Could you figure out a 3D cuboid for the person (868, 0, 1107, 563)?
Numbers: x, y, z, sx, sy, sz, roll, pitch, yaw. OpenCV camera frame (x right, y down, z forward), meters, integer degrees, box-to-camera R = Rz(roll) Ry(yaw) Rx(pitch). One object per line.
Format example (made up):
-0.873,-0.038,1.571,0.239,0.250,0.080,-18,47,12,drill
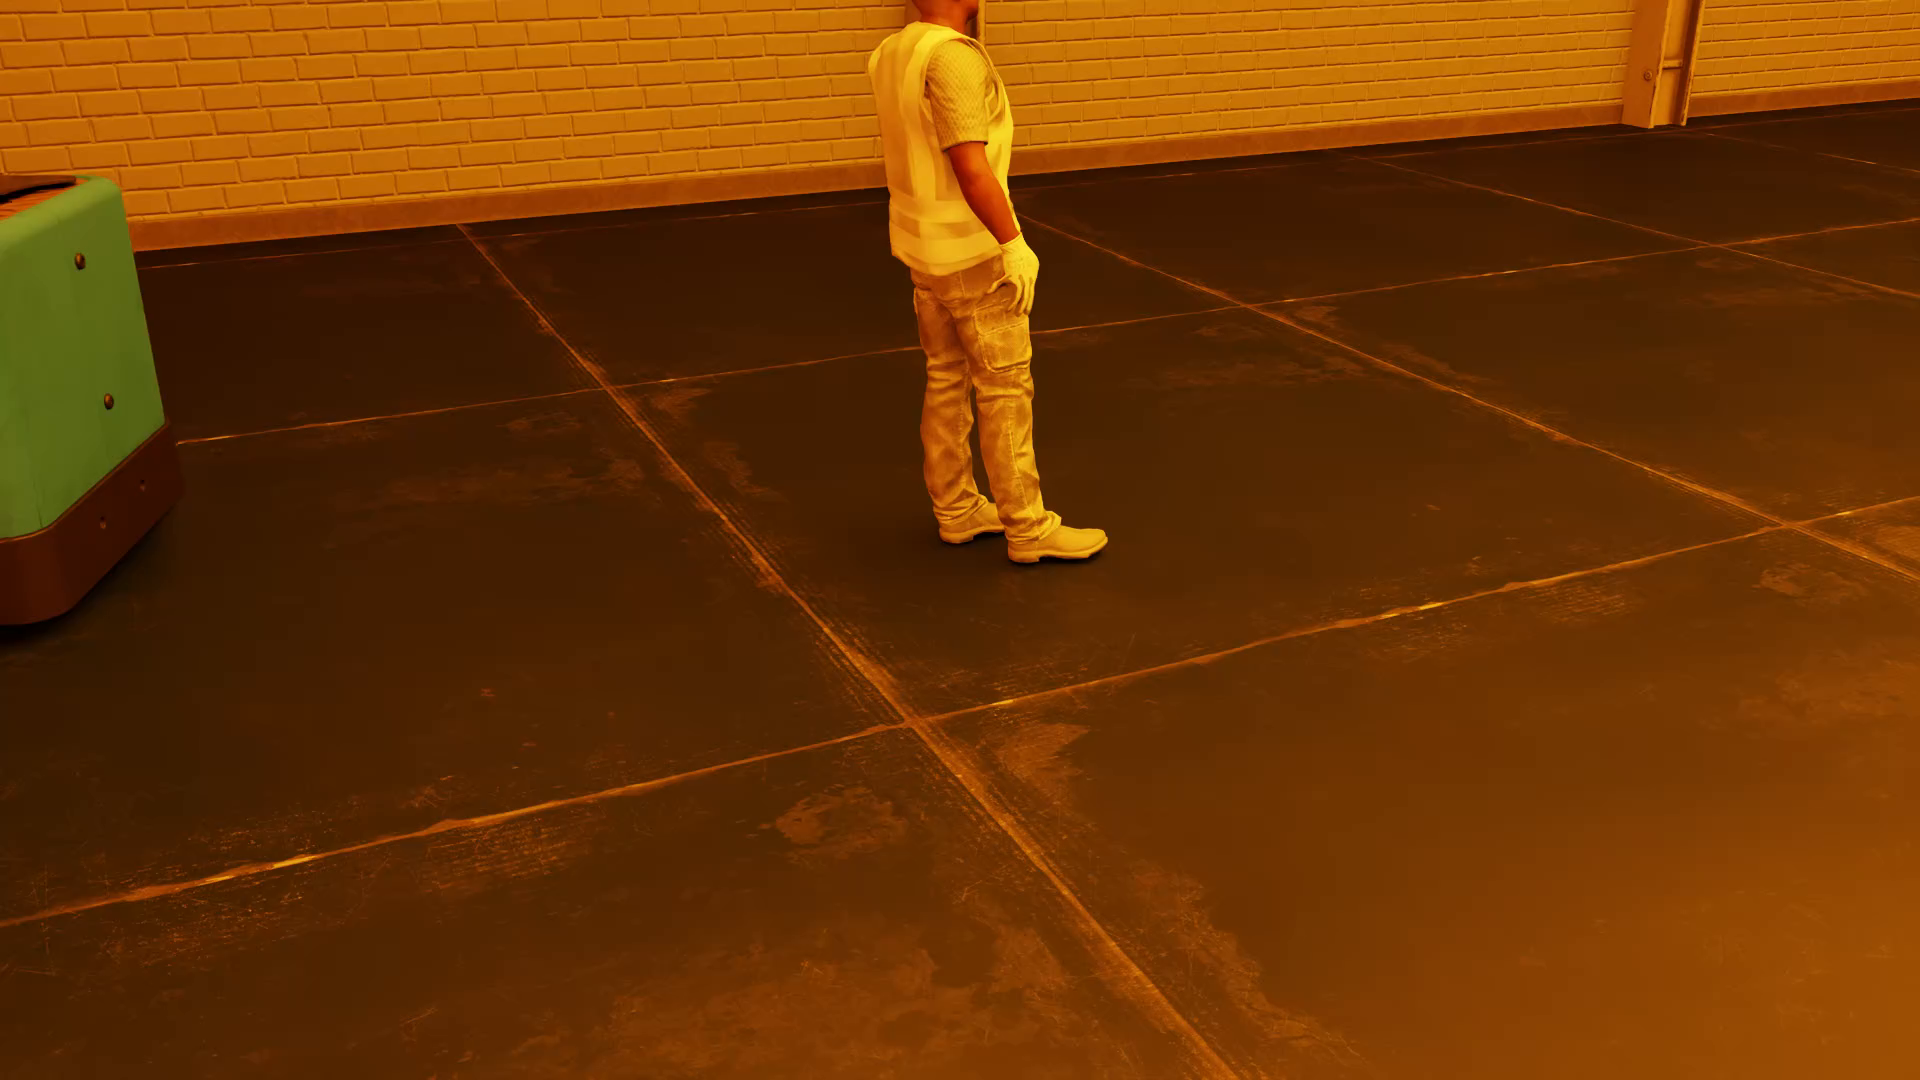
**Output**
0.069,-0.839,4.783,0.575,1.785,0.657,-10,25,-23,person

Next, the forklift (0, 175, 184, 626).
-3.933,-1.220,4.222,3.031,2.935,1.130,-2,23,-4,forklift
